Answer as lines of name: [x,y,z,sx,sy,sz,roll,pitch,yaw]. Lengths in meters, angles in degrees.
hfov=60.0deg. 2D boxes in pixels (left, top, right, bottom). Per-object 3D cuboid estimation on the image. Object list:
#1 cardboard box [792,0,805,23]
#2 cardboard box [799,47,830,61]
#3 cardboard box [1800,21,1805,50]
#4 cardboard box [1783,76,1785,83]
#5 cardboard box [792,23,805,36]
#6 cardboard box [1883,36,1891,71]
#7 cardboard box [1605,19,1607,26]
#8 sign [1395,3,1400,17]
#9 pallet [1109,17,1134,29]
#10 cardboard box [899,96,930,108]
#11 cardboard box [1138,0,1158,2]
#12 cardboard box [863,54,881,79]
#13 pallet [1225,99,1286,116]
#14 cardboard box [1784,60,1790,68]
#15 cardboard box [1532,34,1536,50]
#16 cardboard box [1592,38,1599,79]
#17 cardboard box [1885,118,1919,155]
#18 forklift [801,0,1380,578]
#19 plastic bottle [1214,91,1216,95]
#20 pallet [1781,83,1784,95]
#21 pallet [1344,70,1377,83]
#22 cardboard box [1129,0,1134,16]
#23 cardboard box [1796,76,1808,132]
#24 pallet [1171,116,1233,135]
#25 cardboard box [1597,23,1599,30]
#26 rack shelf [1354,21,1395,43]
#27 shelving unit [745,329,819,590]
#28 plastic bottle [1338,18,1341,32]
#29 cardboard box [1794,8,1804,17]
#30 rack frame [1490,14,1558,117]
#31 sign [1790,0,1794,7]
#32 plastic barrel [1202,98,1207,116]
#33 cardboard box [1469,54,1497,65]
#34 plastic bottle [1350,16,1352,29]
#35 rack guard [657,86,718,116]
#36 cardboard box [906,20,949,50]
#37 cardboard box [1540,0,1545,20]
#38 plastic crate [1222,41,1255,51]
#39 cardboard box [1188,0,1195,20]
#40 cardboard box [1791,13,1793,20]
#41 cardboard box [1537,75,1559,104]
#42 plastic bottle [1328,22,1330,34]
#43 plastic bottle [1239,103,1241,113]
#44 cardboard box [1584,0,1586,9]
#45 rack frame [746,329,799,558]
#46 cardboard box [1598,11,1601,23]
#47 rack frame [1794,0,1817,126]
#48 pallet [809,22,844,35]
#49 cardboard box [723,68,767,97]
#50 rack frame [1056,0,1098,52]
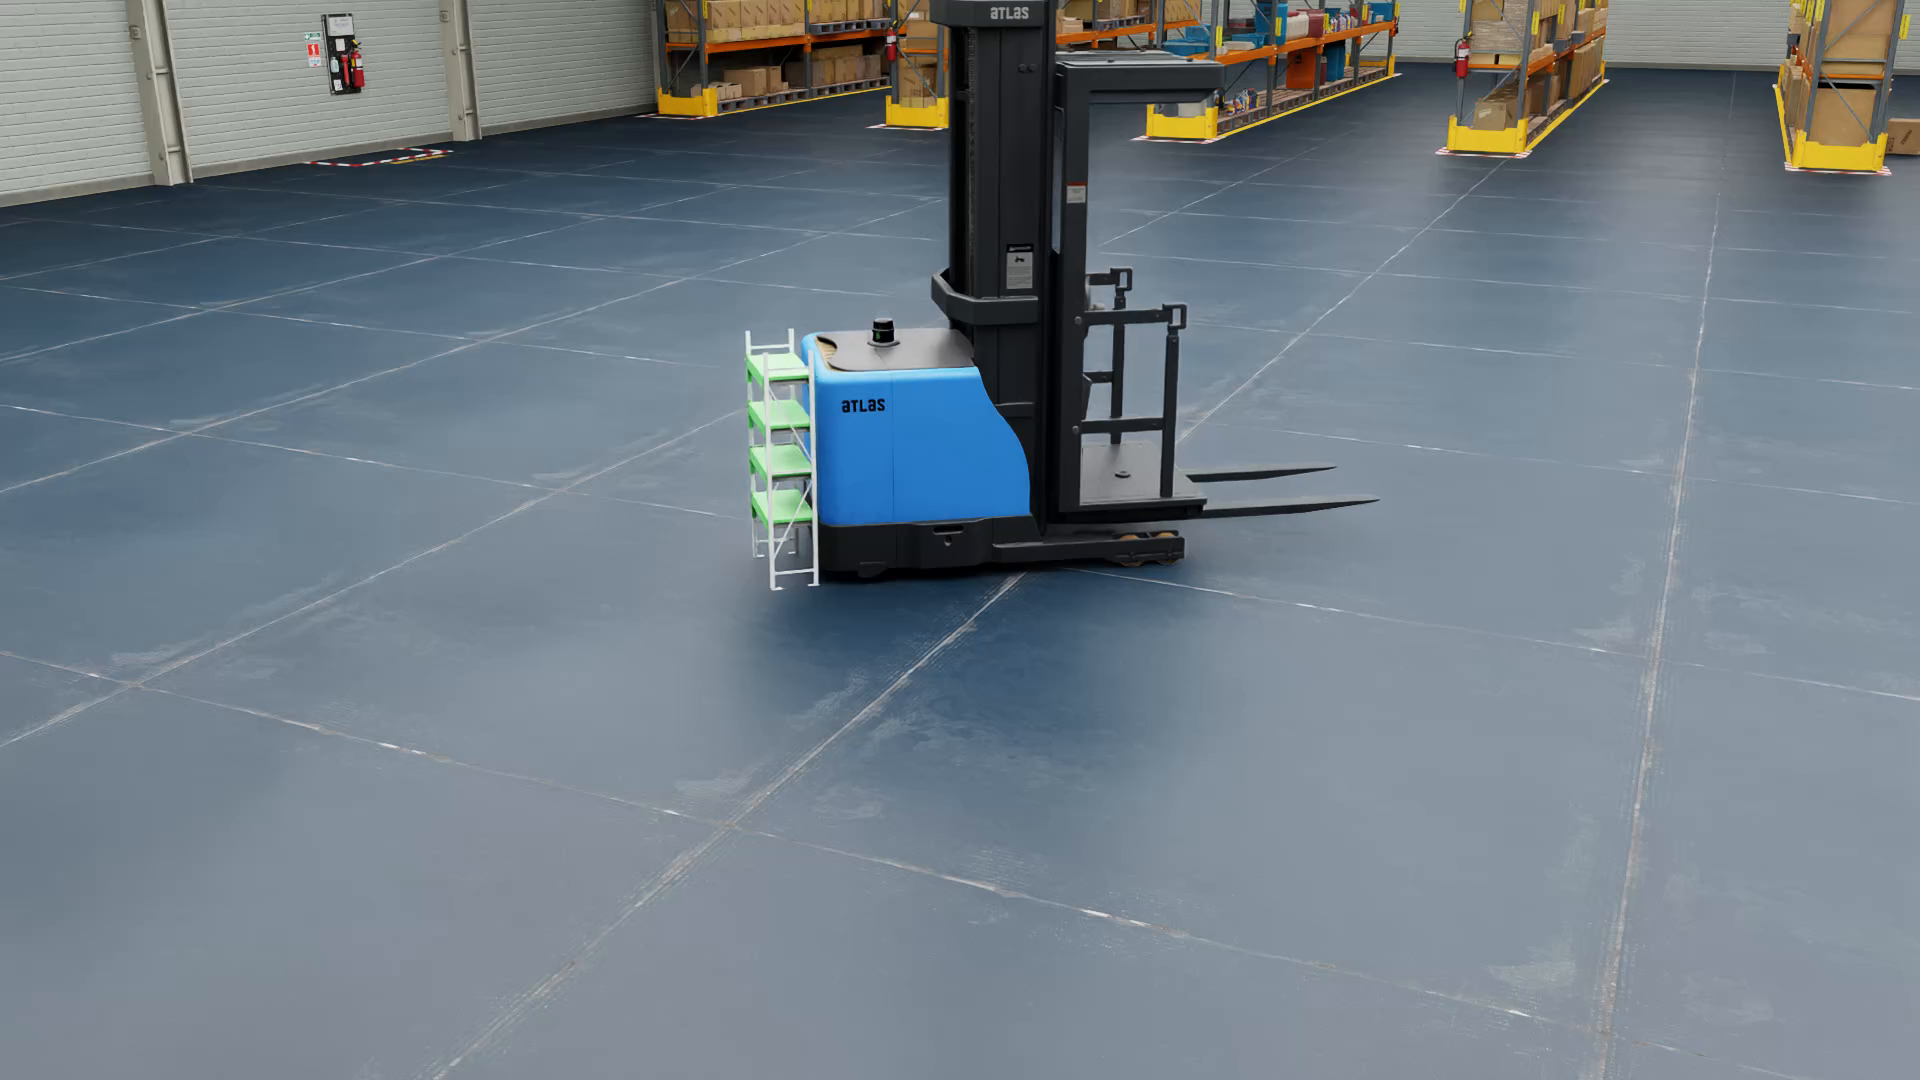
cardboard box: [-3.544,-10.926,34.289,0.500,0.500,0.500,8,21,23]
cardboard box: [-3.170,-10.566,36.157,0.500,0.250,0.500,8,21,22]
cardboard box: [15.203,-8.930,29.453,0.500,0.500,0.500,9,21,23]
cardboard box: [18.283,-10.091,36.494,0.380,0.149,0.250,7,21,20]
cardboard box: [-3.550,-10.573,34.416,0.500,0.250,0.500,9,21,23]
cardboard box: [13.430,-7.363,24.972,0.875,0.550,0.550,9,21,23]
cardboard box: [14.993,-12.178,39.109,0.380,0.149,0.250,9,21,24]
sign: [10.828,-13.136,41.186,0.100,0.325,0.005,9,21,23]
pallet: [3.318,-11.870,38.155,1.003,0.211,1.213,9,21,23]
cardboard box: [-0.800,-8.026,30.538,0.500,0.250,0.500,9,21,23]
cardboard box: [4.613,-13.211,40.000,0.500,0.500,0.500,9,22,24]
cardboard box: [-2.242,-10.846,38.063,0.700,0.500,0.500,9,21,23]
pallet: [5.692,-8.393,32.254,1.003,0.211,1.213,9,21,23]
cardboard box: [18.574,-10.600,37.038,0.380,0.149,0.250,8,21,23]
cardboard box: [8.876,-8.227,27.032,0.875,0.500,0.500,9,21,23]
cardboard box: [13.912,-10.890,37.658,0.875,0.875,0.875,9,21,23]
cardboard box: [14.708,-6.278,25.873,0.500,0.500,0.500,13,23,32]
forklift: [0.708,-1.410,8.560,3.031,2.935,1.130,-3,20,-9]
plastic bottle: [4.696,-8.231,30.933,0.144,0.351,0.185,9,22,24]
pallet: [18.425,-9.786,36.172,1.003,0.211,1.213,9,21,23]
pallet: [9.445,-11.198,40.140,1.003,0.211,1.213,9,21,23]
cardboard box: [3.766,-12.719,39.479,0.700,0.500,0.500,2,20,4]
cardboard box: [13.721,-6.808,26.181,0.875,0.875,0.875,9,21,23]
pallet: [4.093,-7.202,28.905,1.003,0.211,1.213,9,21,23]
cardboard box: [14.050,-11.474,37.129,0.380,0.149,0.250,8,21,22]
rack shelf: [9.500,-12.179,39.813,1.077,0.370,4.000,9,21,23]
shelving unit: [-0.891,-0.407,8.320,0.258,1.200,0.503,-5,20,-16]
plastic bottle: [8.256,-11.232,36.250,0.061,0.283,0.133,9,21,23]
cardboard box: [15.828,-9.866,31.093,0.380,0.149,0.250,8,21,21]
rack frame: [9.924,-8.782,29.185,1.000,3.000,0.127,9,21,23]
sign: [18.826,-12.221,37.564,0.100,0.325,0.005,9,21,23]
plastic barrel: [4.172,-7.629,29.031,0.421,0.512,0.421,0,20,0]
cardboard box: [8.214,-7.556,26.114,0.380,0.149,0.250,9,21,23]
plastic bottle: [8.762,-11.610,37.313,0.061,0.283,0.133,9,21,23]
rack guard: [-5.240,-8.443,31.965,1.175,0.500,0.348,9,21,23]
cardboard box: [-0.547,-9.107,29.952,0.700,0.500,0.500,9,21,23]
cardboard box: [8.971,-8.500,26.308,0.500,0.500,0.500,9,21,23]
plastic crate: [4.972,-8.806,29.647,0.530,0.136,0.437,9,21,23]
cardboard box: [5.657,-13.524,42.372,0.500,0.500,0.500,9,21,23]
cardboard box: [16.570,-10.276,32.692,0.380,0.149,0.250,8,21,22]
cardboard box: [11.090,-8.655,31.904,0.700,0.500,0.500,7,21,18]
plastic bottle: [7.801,-10.893,35.297,0.061,0.283,0.133,9,21,23]
plastic bottle: [5.016,-7.805,29.957,0.097,0.201,0.097,0,20,0]
cardboard box: [12.946,-11.551,35.325,0.797,0.503,0.637,8,21,21]
rack frame: [-0.960,-0.486,8.541,0.240,1.200,0.015,-5,20,-16]
cardboard box: [14.047,-11.715,37.213,0.500,0.250,0.500,9,22,24]
rack frame: [14.408,-8.070,27.185,1.000,3.000,0.127,9,21,23]
pallet: [-3.187,-10.944,35.552,1.003,0.211,1.213,9,21,23]
cardboard box: [-4.326,-9.218,33.487,0.700,0.500,0.500,7,21,19]
rack frame: [2.526,-11.365,36.449,1.000,3.000,0.127,9,21,23]
